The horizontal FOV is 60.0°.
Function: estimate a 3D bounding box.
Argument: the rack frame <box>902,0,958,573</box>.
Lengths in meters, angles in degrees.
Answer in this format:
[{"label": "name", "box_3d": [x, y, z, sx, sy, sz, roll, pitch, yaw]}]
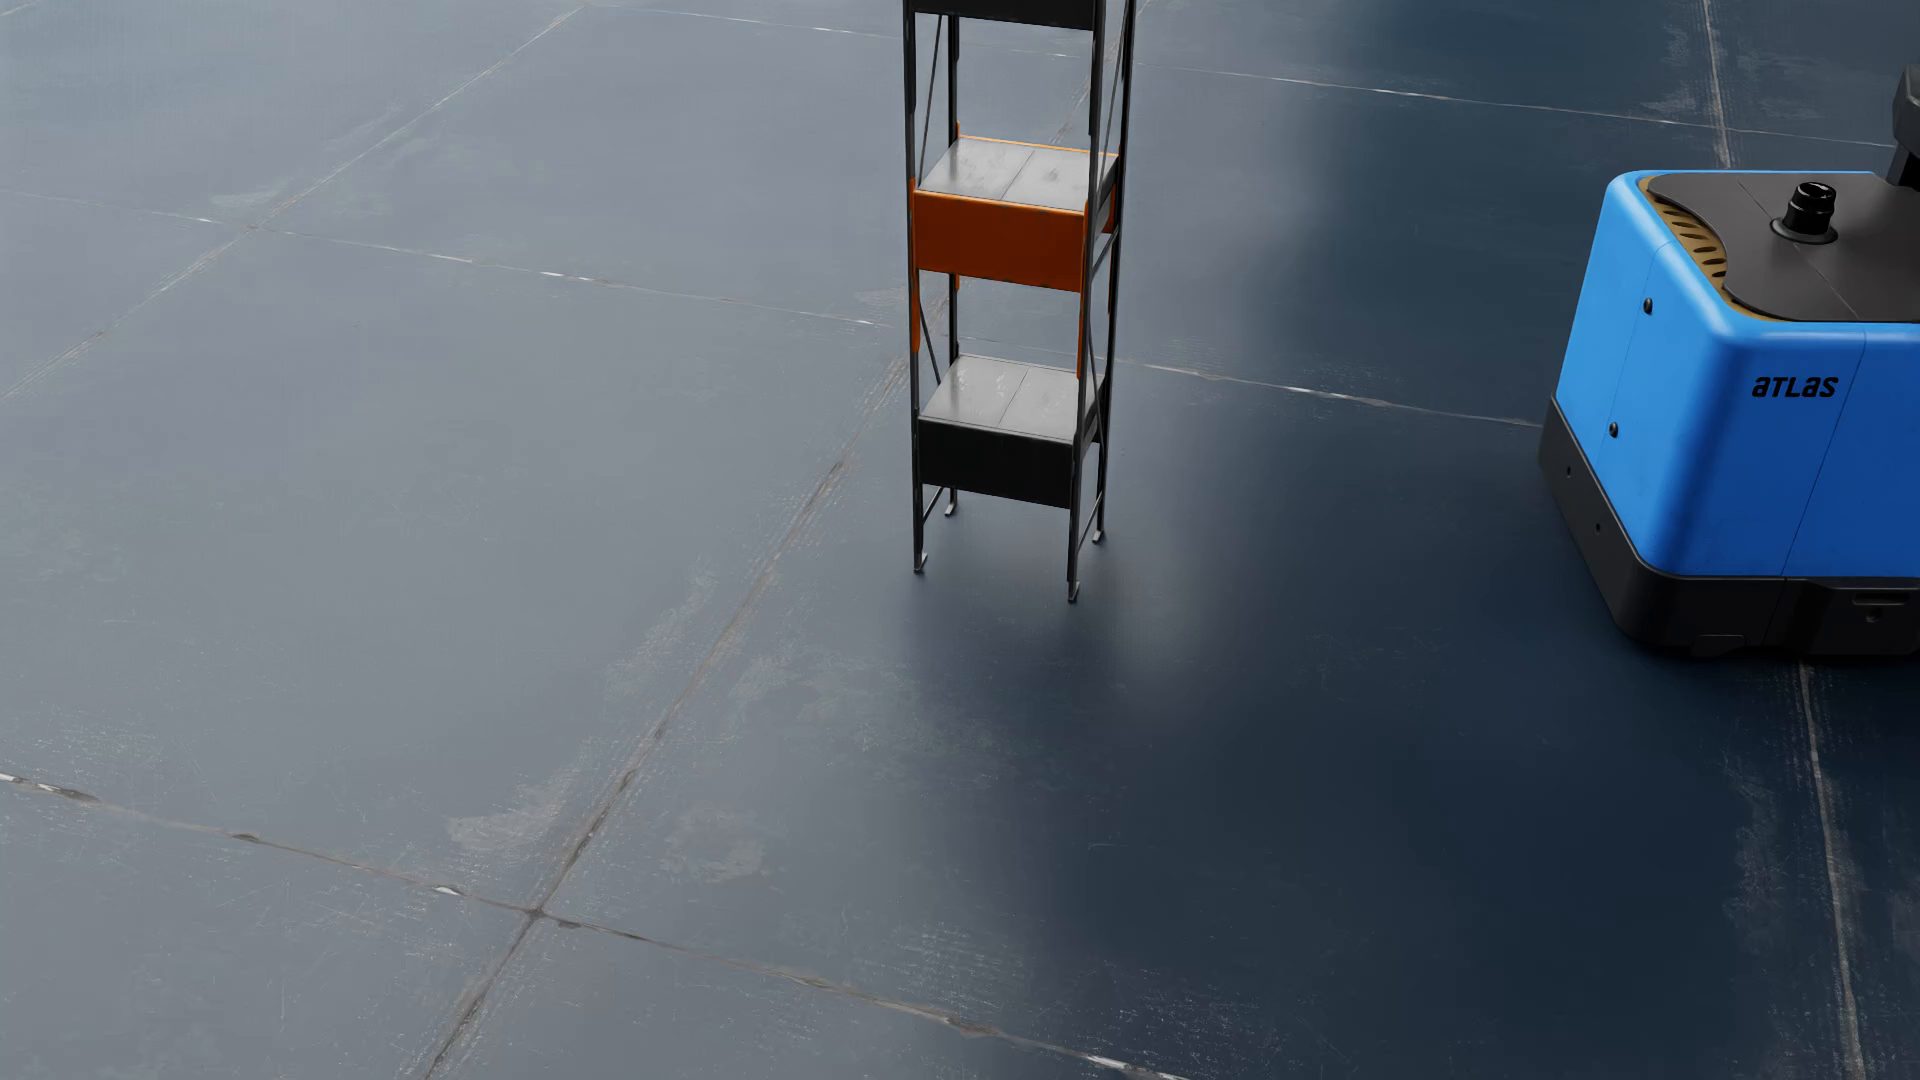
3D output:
[{"label": "rack frame", "box_3d": [-0.075, -0.860, 4.646, 0.015, 2.100, 0.400, 10, 38, 14]}]

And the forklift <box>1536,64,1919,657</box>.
[{"label": "forklift", "box_3d": [3.413, -1.126, 4.307, 3.031, 2.935, 1.130, 0, 36, 0]}]

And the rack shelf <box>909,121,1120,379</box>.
[{"label": "rack shelf", "box_3d": [0.158, -0.805, 4.596, 0.480, 0.518, 0.431, 10, 38, 14]}]

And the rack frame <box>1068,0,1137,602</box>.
[{"label": "rack frame", "box_3d": [0.391, -0.773, 4.529, 0.015, 2.100, 0.400, 10, 38, 14]}]

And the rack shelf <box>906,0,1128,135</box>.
[{"label": "rack shelf", "box_3d": [0.158, -1.369, 4.181, 0.480, 0.518, 0.431, 10, 38, 14]}]

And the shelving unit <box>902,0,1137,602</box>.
[{"label": "shelving unit", "box_3d": [0.158, -0.816, 4.588, 0.503, 2.100, 0.431, 10, 38, 14]}]

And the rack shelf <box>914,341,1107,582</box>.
[{"label": "rack shelf", "box_3d": [0.158, -0.242, 5.011, 0.480, 0.518, 0.431, 10, 38, 14]}]
